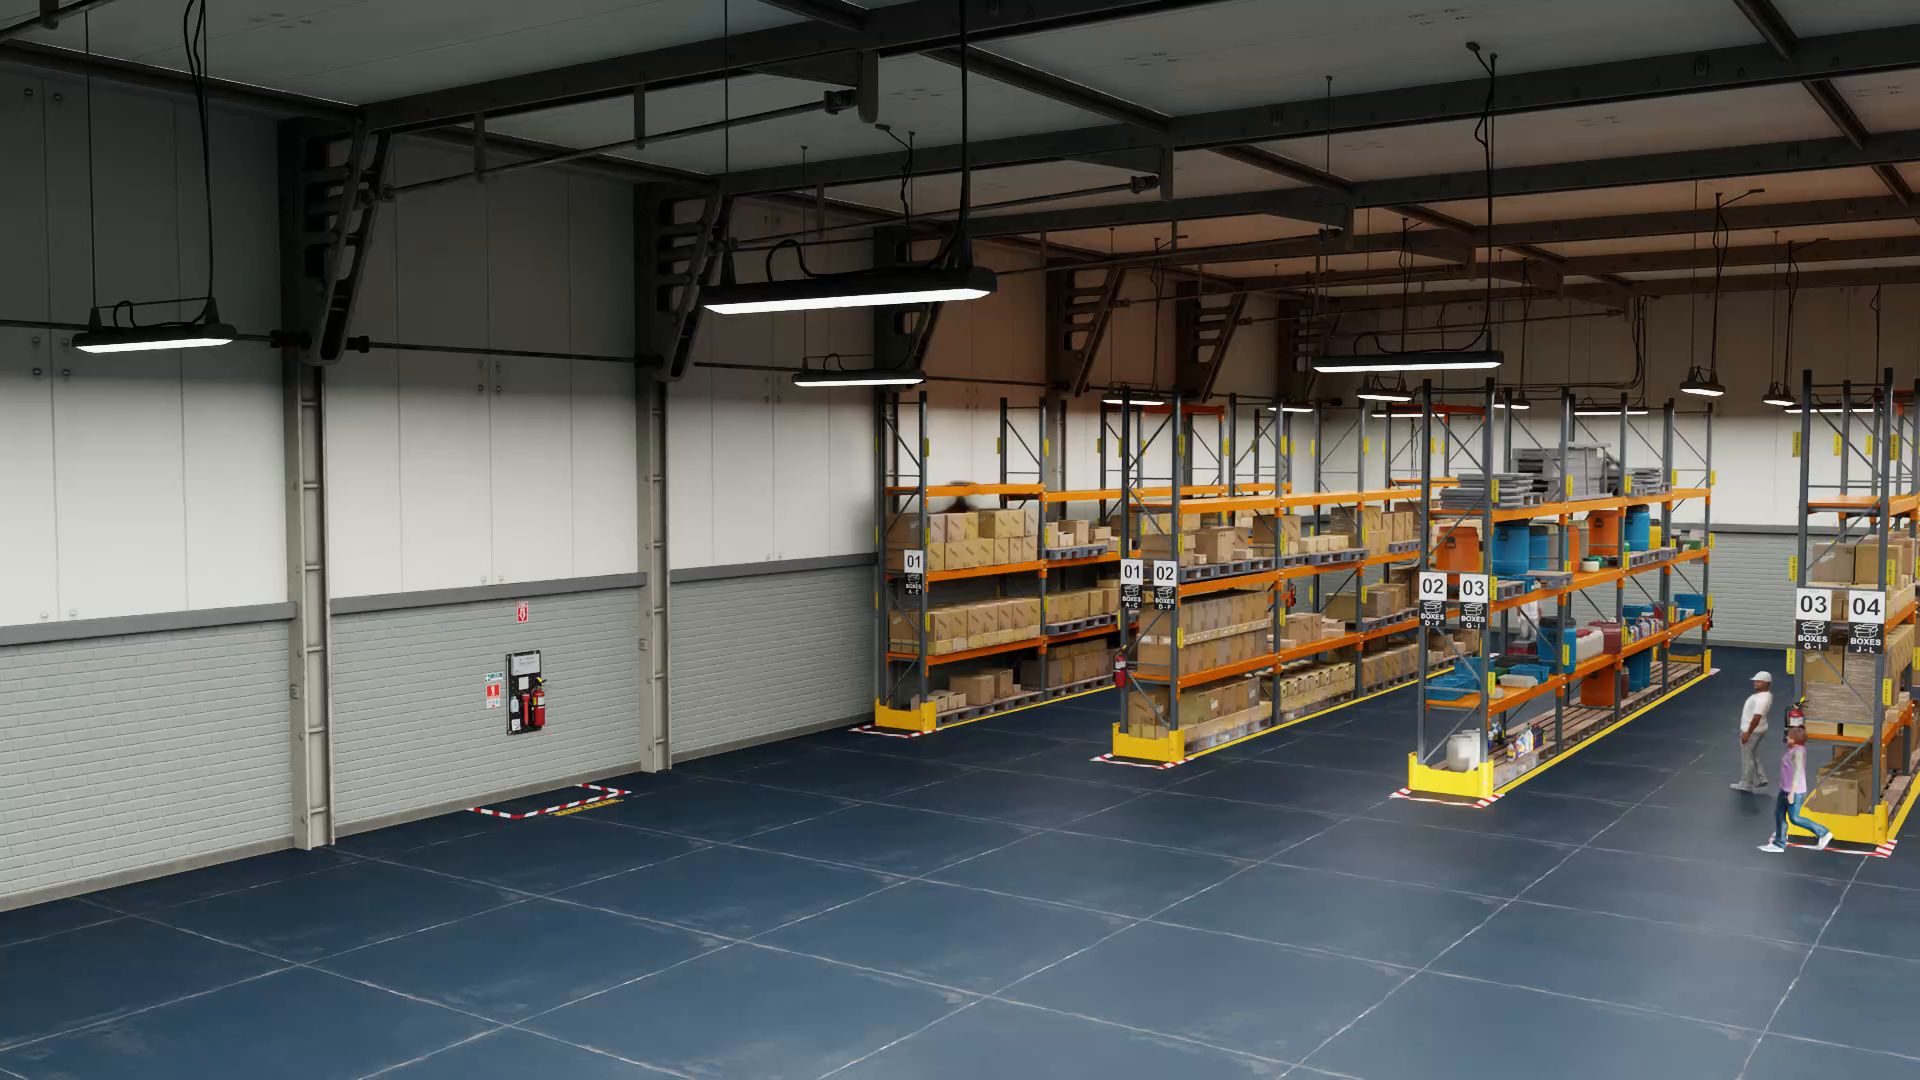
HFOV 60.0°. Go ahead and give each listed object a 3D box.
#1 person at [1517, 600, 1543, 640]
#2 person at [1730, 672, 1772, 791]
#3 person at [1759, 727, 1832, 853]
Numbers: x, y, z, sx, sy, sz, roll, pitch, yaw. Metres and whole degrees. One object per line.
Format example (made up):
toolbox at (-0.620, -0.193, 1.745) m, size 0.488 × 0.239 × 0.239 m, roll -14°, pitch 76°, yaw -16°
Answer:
person at (13.657, 1.895, 39.923) m, size 0.518 × 1.763 × 0.672 m, roll 0°, pitch 3°, yaw -5°
person at (11.501, 2.775, 24.160) m, size 0.578 × 1.755 × 0.617 m, roll 3°, pitch 4°, yaw 45°
person at (10.276, 3.076, 20.400) m, size 0.759 × 1.576 × 0.410 m, roll 0°, pitch 3°, yaw 9°
